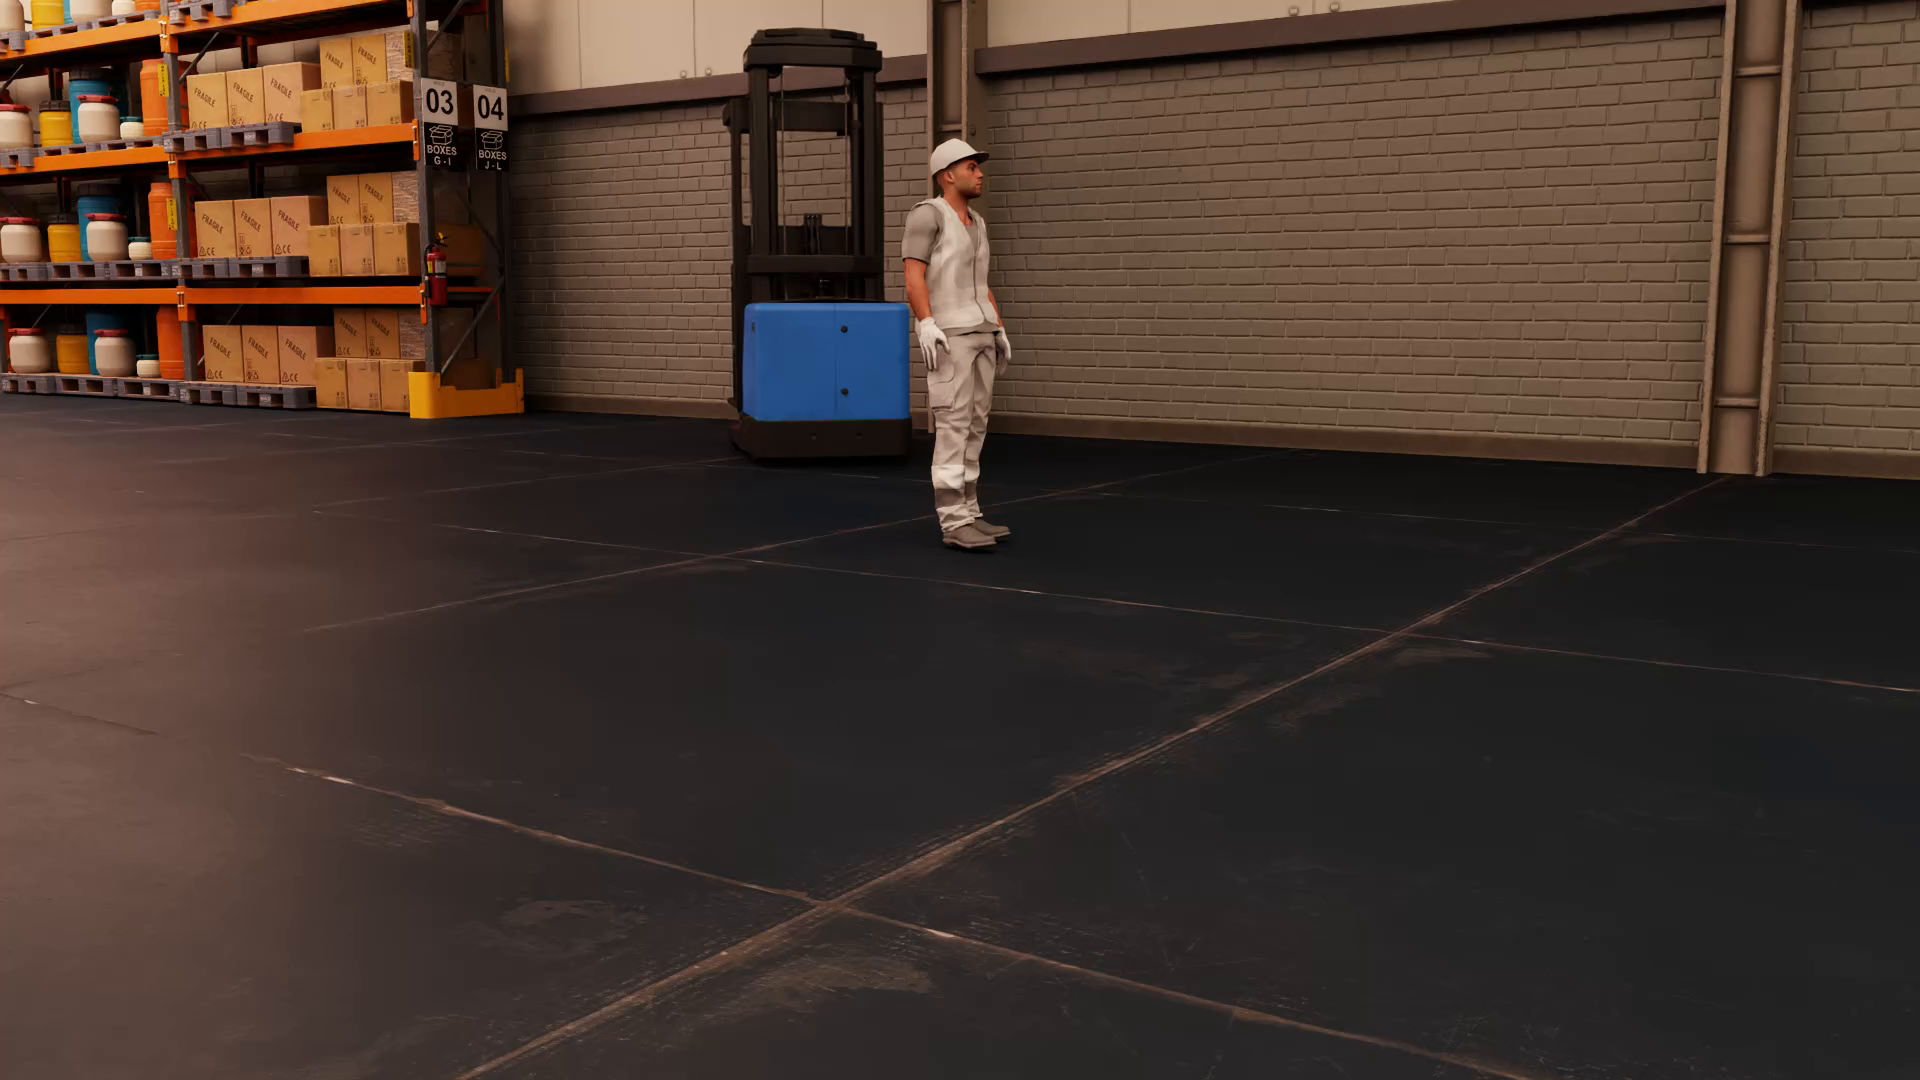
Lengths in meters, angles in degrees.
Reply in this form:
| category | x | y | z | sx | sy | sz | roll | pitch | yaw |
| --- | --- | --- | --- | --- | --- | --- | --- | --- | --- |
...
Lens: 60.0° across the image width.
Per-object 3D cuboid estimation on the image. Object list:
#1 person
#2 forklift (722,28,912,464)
| category | x | y | z | sx | sy | sz | roll | pitch | yaw |
| --- | --- | --- | --- | --- | --- | --- | --- | --- | --- |
| person | 0.060 | -0.885 | 7.422 | 0.562 | 1.790 | 0.637 | 5 | 10 | 34 |
| forklift | -1.143 | -2.134 | 12.203 | 1.130 | 2.935 | 3.031 | -2 | 8 | -13 |
